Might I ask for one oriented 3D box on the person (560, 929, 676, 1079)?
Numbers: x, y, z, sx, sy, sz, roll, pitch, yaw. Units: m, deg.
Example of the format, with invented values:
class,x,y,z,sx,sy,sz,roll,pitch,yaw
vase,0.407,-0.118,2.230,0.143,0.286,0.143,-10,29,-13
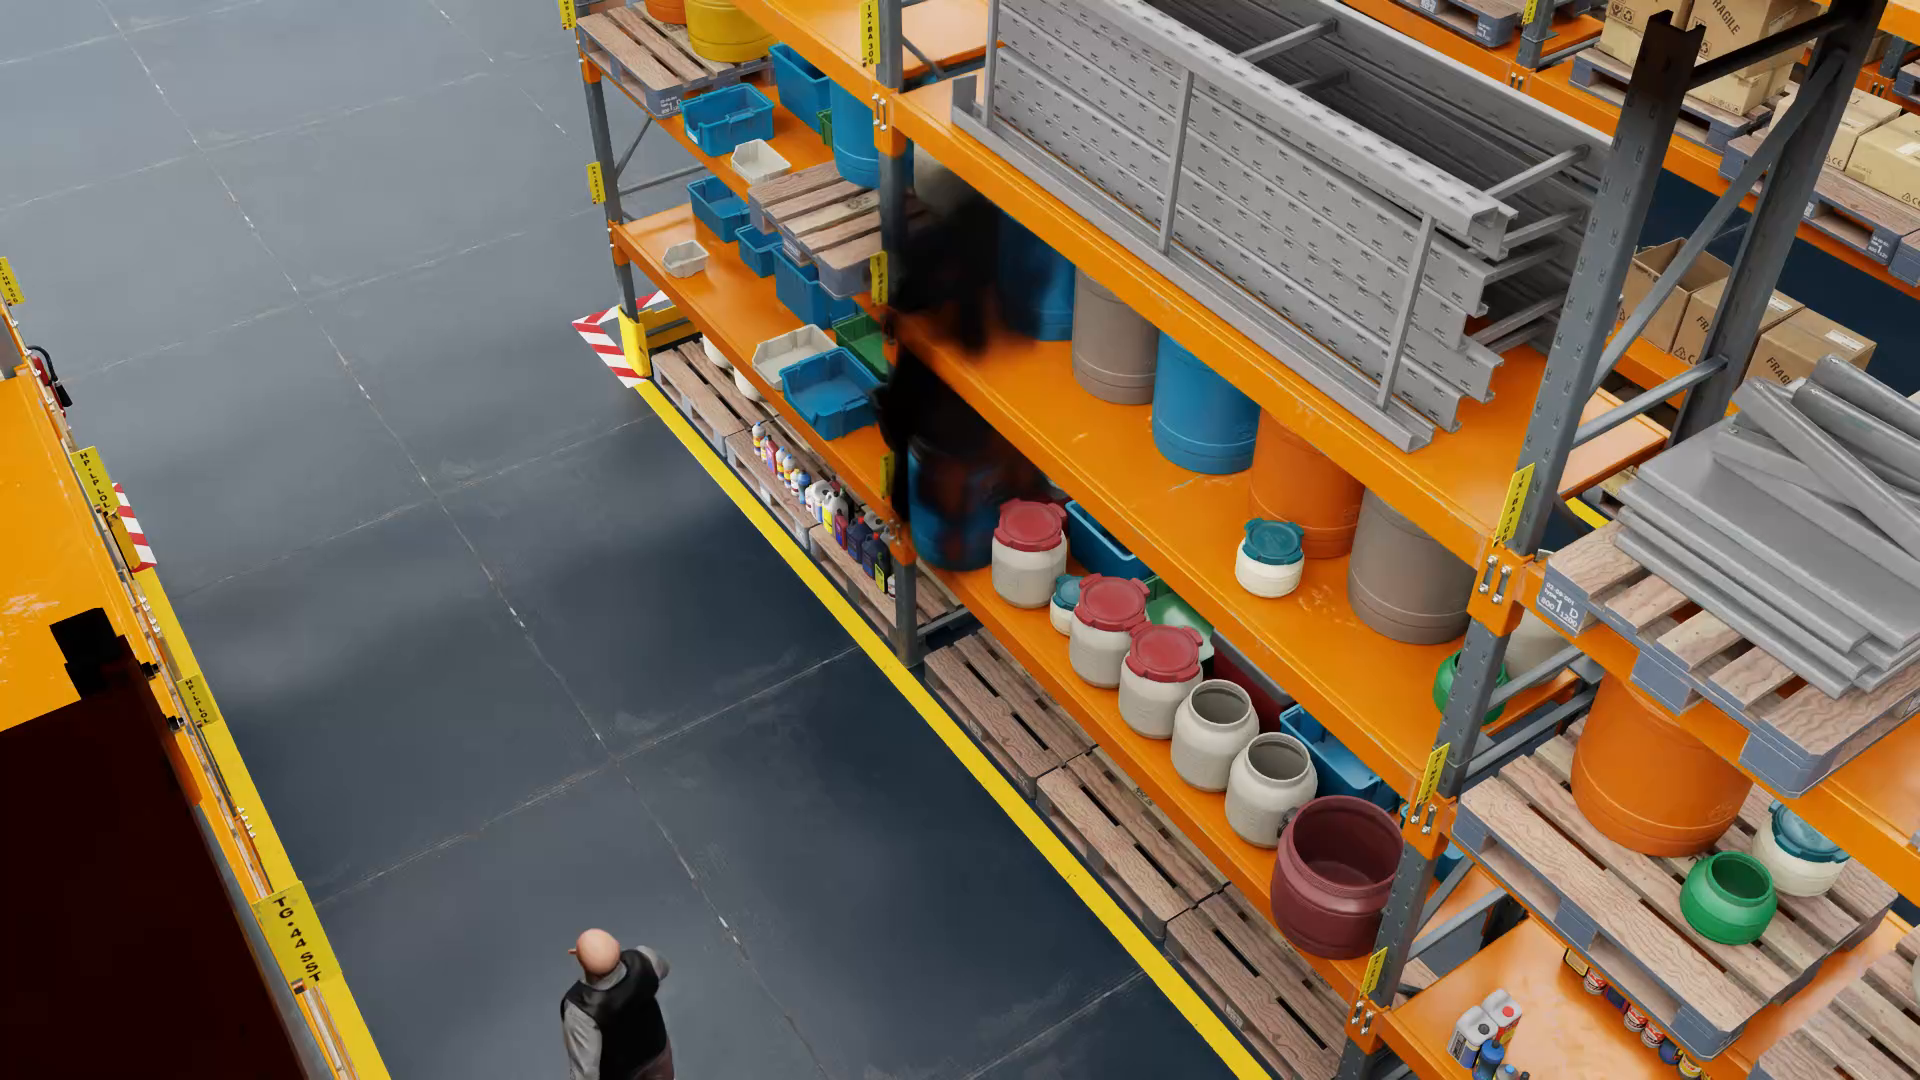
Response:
class,x,y,z,sx,sy,sz,roll,pitch,yaw
person,-1.516,2.335,7.534,0.645,1.823,0.769,-30,51,-29
